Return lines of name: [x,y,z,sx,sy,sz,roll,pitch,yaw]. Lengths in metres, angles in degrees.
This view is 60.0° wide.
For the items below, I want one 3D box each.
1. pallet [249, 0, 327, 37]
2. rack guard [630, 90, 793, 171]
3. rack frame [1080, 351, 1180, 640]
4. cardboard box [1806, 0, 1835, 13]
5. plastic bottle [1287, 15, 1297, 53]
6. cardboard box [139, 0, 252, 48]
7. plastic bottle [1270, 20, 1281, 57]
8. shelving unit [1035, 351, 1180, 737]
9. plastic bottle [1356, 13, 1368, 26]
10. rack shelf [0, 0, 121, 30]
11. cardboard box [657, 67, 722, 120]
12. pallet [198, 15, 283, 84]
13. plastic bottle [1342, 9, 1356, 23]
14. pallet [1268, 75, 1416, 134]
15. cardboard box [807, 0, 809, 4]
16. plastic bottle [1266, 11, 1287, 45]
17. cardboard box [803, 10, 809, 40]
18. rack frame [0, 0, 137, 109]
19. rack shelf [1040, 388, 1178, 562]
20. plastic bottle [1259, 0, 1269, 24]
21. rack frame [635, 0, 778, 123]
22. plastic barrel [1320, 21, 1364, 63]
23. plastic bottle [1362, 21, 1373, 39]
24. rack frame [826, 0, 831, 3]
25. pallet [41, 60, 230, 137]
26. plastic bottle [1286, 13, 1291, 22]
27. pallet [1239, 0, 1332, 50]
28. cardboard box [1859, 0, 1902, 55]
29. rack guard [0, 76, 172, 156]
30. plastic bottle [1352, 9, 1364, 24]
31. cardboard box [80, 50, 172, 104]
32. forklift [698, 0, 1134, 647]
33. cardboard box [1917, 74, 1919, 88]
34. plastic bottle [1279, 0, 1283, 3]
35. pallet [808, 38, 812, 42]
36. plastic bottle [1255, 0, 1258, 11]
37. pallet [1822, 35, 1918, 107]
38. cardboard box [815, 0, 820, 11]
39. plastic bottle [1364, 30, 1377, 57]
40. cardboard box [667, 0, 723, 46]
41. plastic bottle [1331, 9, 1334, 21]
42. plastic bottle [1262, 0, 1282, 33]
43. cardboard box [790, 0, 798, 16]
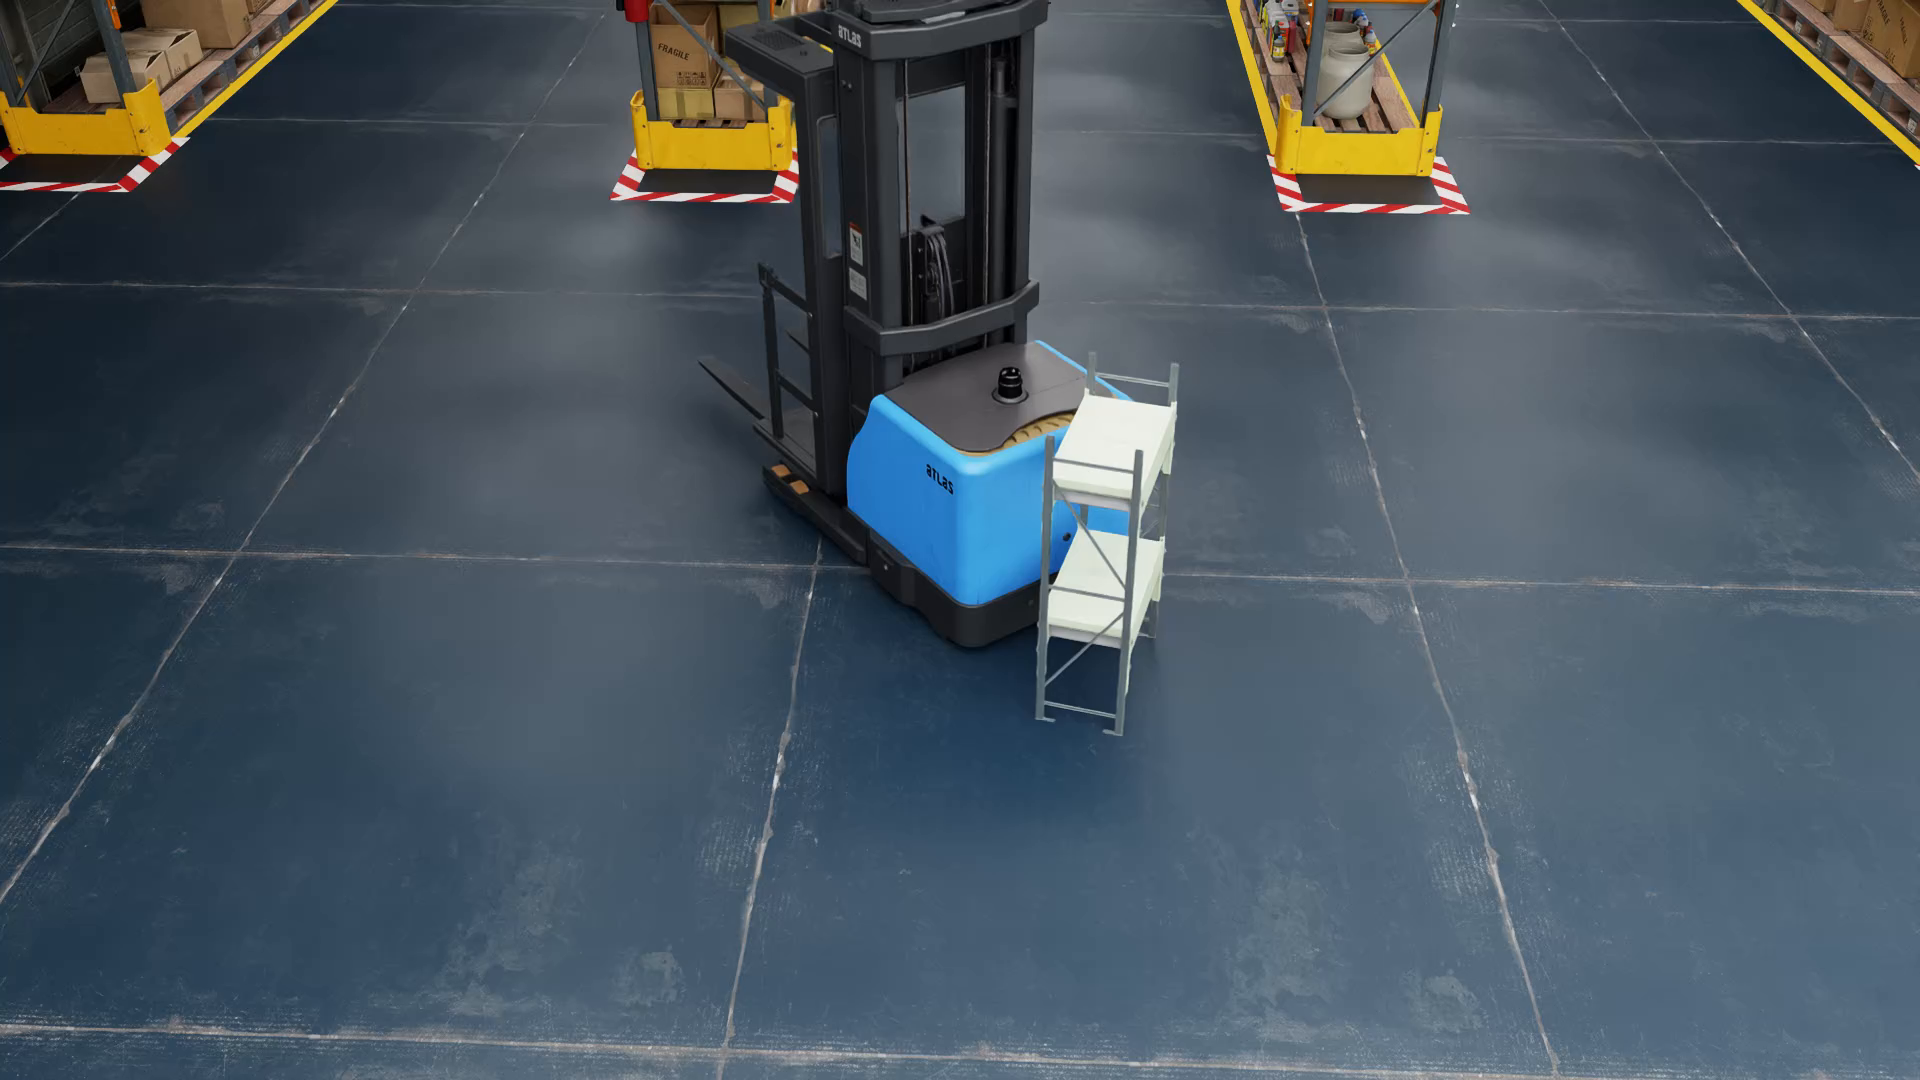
pallet: [-6.670,-5.055,15.705,1.003,0.211,1.213,1,35,2]
rack guard: [-1.890,-3.136,12.723,1.175,0.500,0.348,1,35,2]
rack frame: [0.752,-0.173,7.637,0.400,1.500,0.023,10,36,14]
cardboard box: [8.113,-5.160,15.237,0.500,0.500,0.500,0,35,0]
plastic bottle: [2.839,-4.332,14.230,0.061,0.283,0.133,1,35,2]
cardboard box: [-6.619,-4.585,14.402,0.700,0.500,0.500,-1,35,-1]
plastic bottle: [2.682,-4.257,14.124,0.061,0.283,0.133,2,35,3]
shelving unit: [0.644,0.028,7.351,0.431,1.500,0.755,10,36,14]
plastic bottle: [3.462,-4.408,14.350,0.097,0.271,0.097,0,35,0]
rack shelf: [-6.759,-5.139,14.025,1.077,0.370,4.000,1,35,2]
cardboard box: [-2.163,-3.534,13.142,0.500,0.250,0.500,1,35,2]
pallet: [-6.716,-4.352,14.705,1.003,0.211,1.213,1,35,2]
plastic bottle: [3.451,-4.654,14.695,0.152,0.276,0.135,2,35,3]
pallet: [3.054,-3.426,13.387,1.003,0.211,1.213,1,35,2]
cardboard box: [-1.577,-4.978,14.544,0.500,0.500,0.500,1,35,2]
plastic bottle: [2.739,-4.411,14.349,0.152,0.276,0.135,0,35,1]
cardboard box: [-1.584,-4.384,14.351,0.500,0.250,0.500,1,35,2]
rack frame: [-6.839,-4.285,12.183,1.000,3.000,0.127,1,35,2]
rack shelf: [0.644,-0.291,7.126,0.431,0.370,0.720,10,36,14]
plastic bottle: [2.718,-4.766,14.848,0.061,0.283,0.133,3,35,4]
rack frame: [-1.889,-4.172,12.024,1.000,3.000,0.127,1,35,2]
plastic barrel: [3.030,-3.878,13.403,0.421,0.512,0.421,0,35,0]
plastic bottle: [3.471,-4.288,14.169,0.061,0.283,0.133,2,35,3]
rack frame: [-1.729,-6.470,15.294,1.000,3.000,0.127,1,35,2]
pallet: [-6.768,-3.653,13.710,1.003,0.211,1.213,1,35,2]
plastic bottle: [2.864,-4.498,14.538,0.097,0.201,0.097,0,35,0]
pallet: [3.152,-4.828,15.382,1.003,0.211,1.213,1,35,2]
cardboard box: [8.152,-4.472,14.259,0.500,0.500,0.500,-2,35,-2]
rack guard: [-6.836,-3.306,12.964,1.175,0.500,0.348,1,35,2]
plastic bottle: [3.470,-4.525,14.515,0.097,0.271,0.097,0,35,0]
cardboard box: [-6.722,-3.760,13.393,0.500,0.311,0.500,-2,35,-3]
forklift: [-0.410,-1.495,8.273,1.130,2.935,3.031,-22,41,-28]
cardboard box: [8.040,-3.793,13.293,0.500,0.500,0.500,10,36,14]
plastic bottle: [2.888,-4.877,15.017,0.097,0.271,0.097,0,35,0]
pallet: [-1.849,-4.171,14.447,1.003,0.211,1.213,1,35,2]
plastic bottle: [2.773,-4.996,15.117,0.144,0.351,0.185,2,35,3]
pallet: [8.132,-4.009,14.217,1.003,0.211,1.213,1,35,2]
cardboard box: [-1.559,-4.959,15.169,0.500,0.250,0.500,1,35,2]
plastic bottle: [3.444,-4.154,13.988,0.097,0.271,0.097,0,35,0]
cardboard box: [-2.140,-4.416,13.744,0.500,0.500,0.500,1,35,2]
plastic bottle: [3.358,-4.738,14.808,0.061,0.283,0.133,1,35,2]
plastic bottle: [2.749,-4.643,14.615,0.144,0.351,0.185,1,35,2]
cardboard box: [-1.620,-4.404,13.727,0.500,0.500,0.500,1,35,2]
